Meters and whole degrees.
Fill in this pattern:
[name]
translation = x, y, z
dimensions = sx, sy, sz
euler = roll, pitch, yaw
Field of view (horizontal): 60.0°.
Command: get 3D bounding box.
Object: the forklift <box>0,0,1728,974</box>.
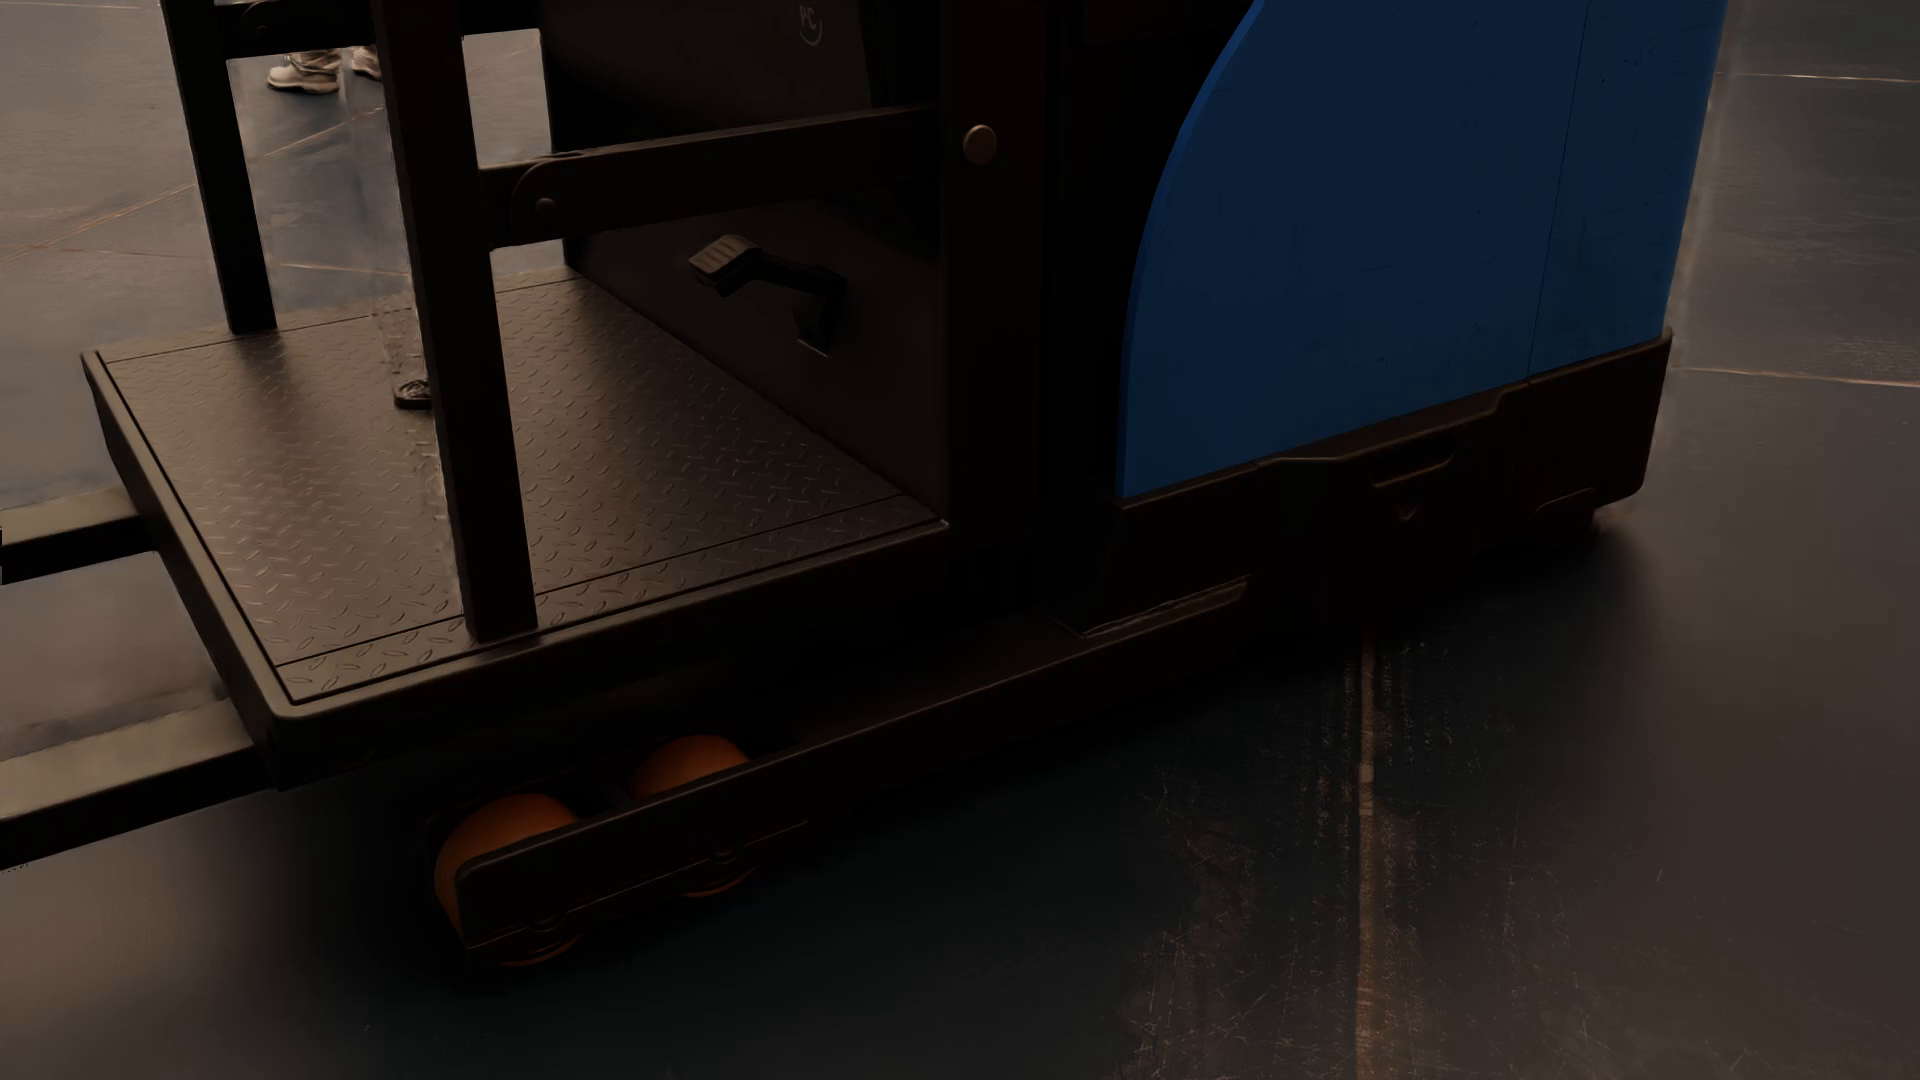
[forklift]
translation = -0.474, -1.156, 1.538
dimensions = 3.031, 2.935, 1.130
euler = -17, 31, -29

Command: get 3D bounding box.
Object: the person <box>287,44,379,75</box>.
[person]
translation = -1.992, -2.268, 4.965
dimensions = 0.663, 1.712, 0.377
euler = -23, 35, -38
